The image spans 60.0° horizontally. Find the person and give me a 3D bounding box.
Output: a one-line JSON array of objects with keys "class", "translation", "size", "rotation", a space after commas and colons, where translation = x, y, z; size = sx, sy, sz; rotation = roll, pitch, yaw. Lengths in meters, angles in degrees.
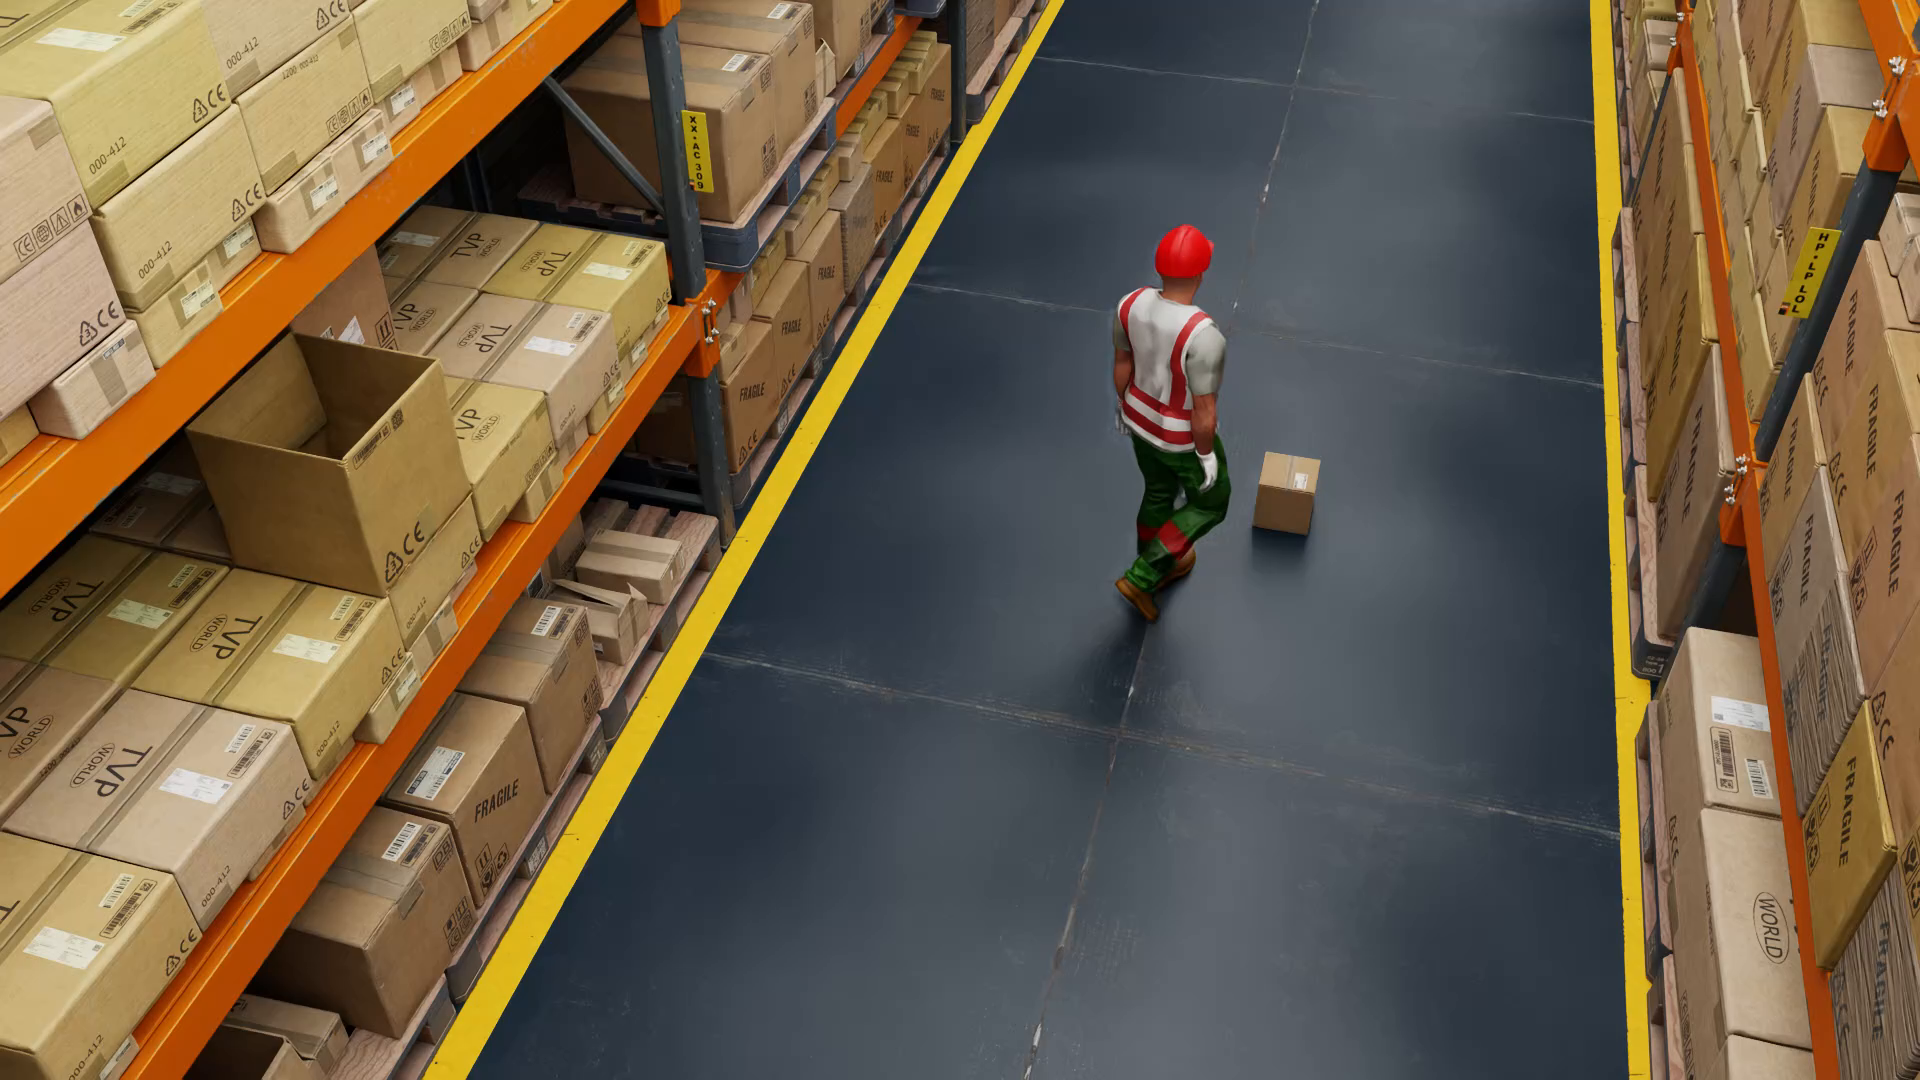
[{"class": "person", "translation": [0.834, -0.445, 6.641], "size": [0.605, 1.785, 0.576], "rotation": [-28, 48, -28]}]
